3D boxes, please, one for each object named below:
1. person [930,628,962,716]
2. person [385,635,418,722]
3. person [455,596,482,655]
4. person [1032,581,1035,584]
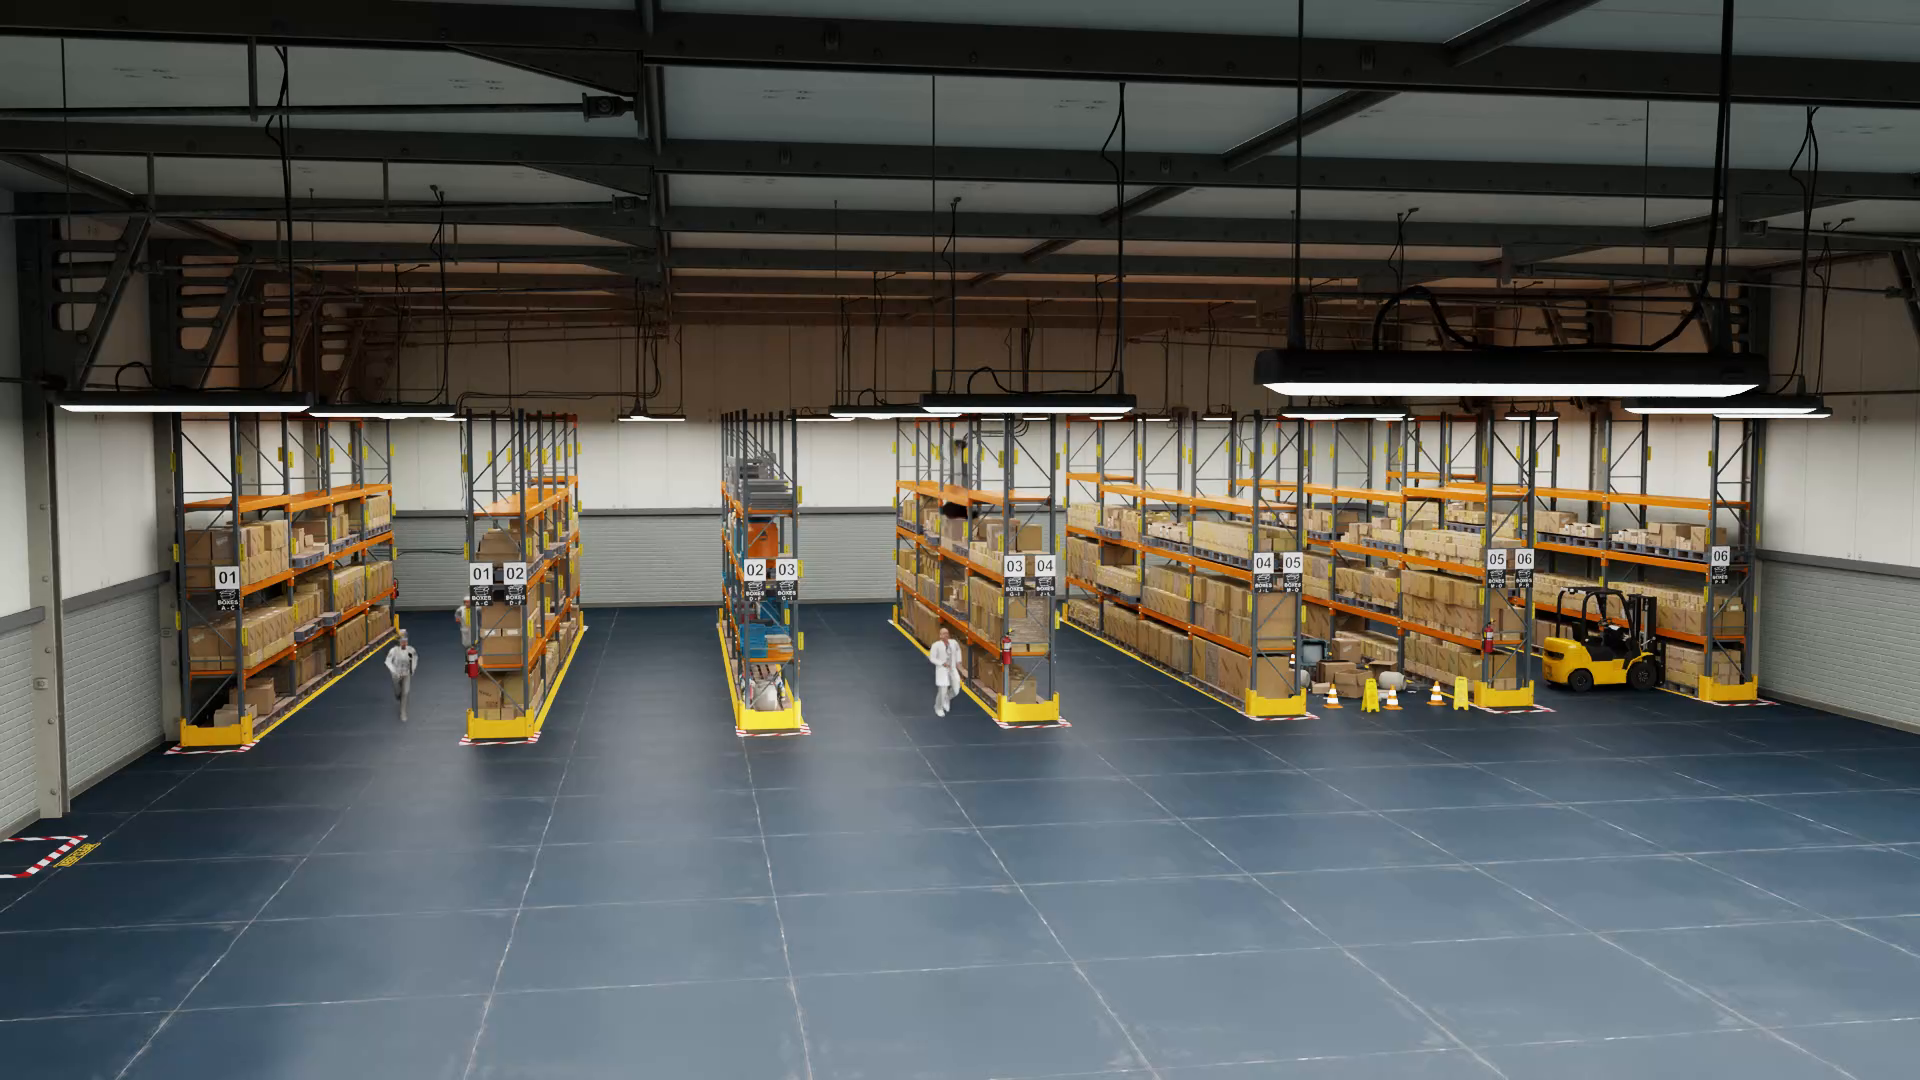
[{"bbox_3d":[-0.253,2.587,32.522,0.732,1.733,0.785,-2,4,-22],"label":"person"},{"bbox_3d":[-10.868,2.651,32.388,0.619,1.681,1.003,-2,4,-23],"label":"person"},{"bbox_3d":[-11.453,2.133,38.849,0.633,1.699,0.862,0,4,-5],"label":"person"},{"bbox_3d":[2.351,1.494,49.085,0.594,1.691,0.654,1,4,17],"label":"person"}]
